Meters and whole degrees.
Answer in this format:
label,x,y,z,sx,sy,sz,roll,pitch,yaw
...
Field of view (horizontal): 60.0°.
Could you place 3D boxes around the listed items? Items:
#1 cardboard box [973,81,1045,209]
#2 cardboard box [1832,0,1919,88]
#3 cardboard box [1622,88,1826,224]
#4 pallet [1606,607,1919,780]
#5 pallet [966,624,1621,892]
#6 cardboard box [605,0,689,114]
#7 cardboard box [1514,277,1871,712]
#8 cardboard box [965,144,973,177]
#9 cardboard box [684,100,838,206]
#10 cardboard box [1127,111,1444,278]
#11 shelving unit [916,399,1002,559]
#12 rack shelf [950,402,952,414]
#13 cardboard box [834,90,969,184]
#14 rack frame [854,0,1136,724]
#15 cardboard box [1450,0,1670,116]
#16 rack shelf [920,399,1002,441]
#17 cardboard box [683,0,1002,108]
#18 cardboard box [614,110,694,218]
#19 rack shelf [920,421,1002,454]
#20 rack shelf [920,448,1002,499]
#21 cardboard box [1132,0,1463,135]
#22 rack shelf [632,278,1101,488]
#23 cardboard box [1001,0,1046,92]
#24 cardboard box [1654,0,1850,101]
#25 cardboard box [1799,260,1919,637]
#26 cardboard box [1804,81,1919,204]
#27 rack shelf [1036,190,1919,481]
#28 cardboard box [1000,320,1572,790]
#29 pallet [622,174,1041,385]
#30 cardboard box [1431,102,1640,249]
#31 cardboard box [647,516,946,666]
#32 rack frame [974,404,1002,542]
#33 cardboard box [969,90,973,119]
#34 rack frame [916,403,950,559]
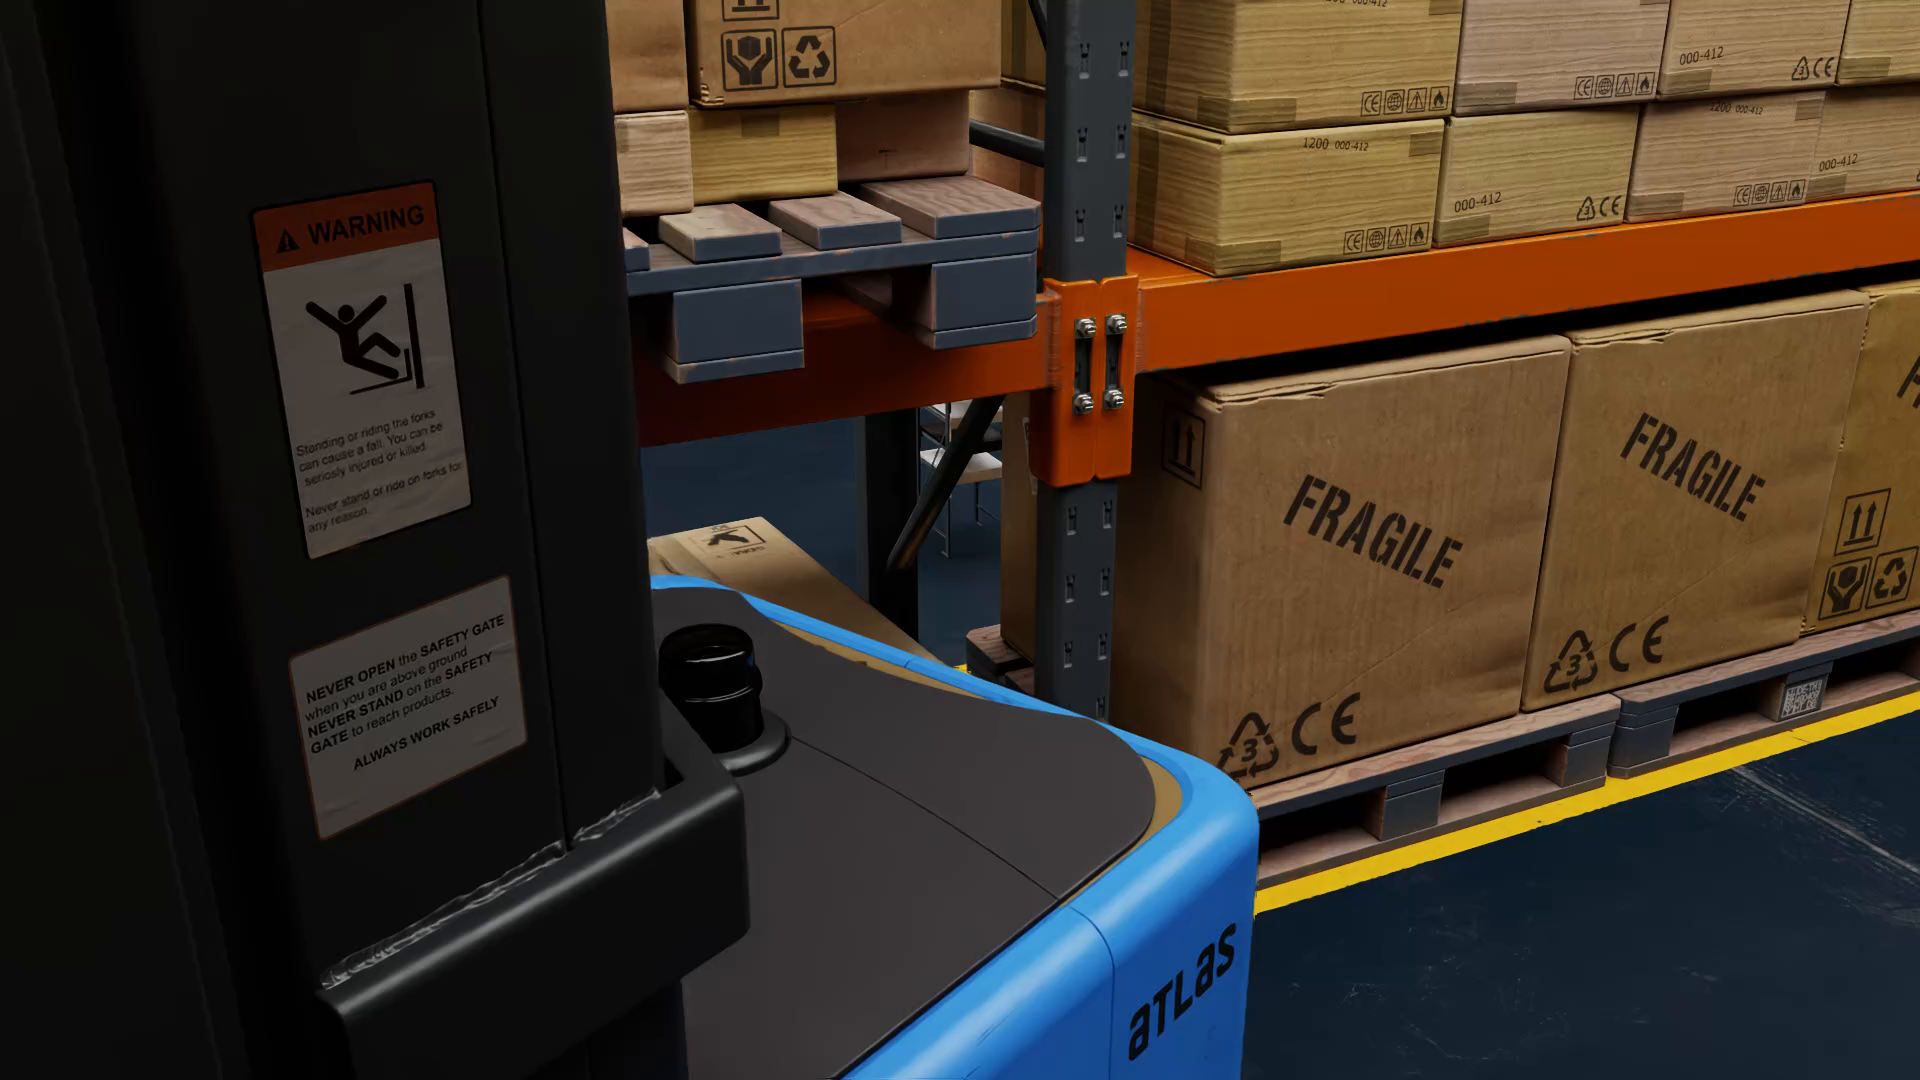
label,x,y,z,sx,sy,sz,roll,pitch,yaw
cardboard box,0.364,-0.890,3.674,0.500,0.250,0.500,-11,25,-25
cardboard box,1.968,-1.190,3.745,0.500,0.250,0.500,-10,24,-23
cardboard box,1.501,-0.887,3.667,0.500,0.250,0.500,-10,24,-22
pallet,1.862,0.197,4.498,1.213,0.211,1.003,-10,25,-24
pallet,0.764,0.398,4.013,1.213,0.211,1.003,-10,25,-24
cardboard box,-0.729,-0.903,2.440,0.500,0.500,0.500,-11,25,-24
cardboard box,1.485,-0.230,4.114,0.875,0.875,0.875,-10,25,-23
cardboard box,-0.097,-1.799,8.394,0.500,0.500,0.500,-11,25,-25
cardboard box,-0.383,-0.659,2.699,0.250,0.149,0.380,-10,25,-23
cardboard box,0.571,-0.711,3.241,0.500,0.250,0.500,-11,25,-25
shelving unit,0.007,-0.417,5.081,0.210,0.900,0.258,-10,25,-24
rack shelf,0.007,-0.469,5.059,0.200,0.077,0.258,-10,25,-24
cardboard box,-0.173,-0.728,2.867,0.250,0.149,0.380,-9,24,-22
rack frame,0.021,-0.786,3.226,0.127,3.000,1.000,-10,25,-24
cardboard box,1.051,-1.032,3.363,0.500,0.250,0.500,-10,24,-22
rack shelf,0.007,-0.386,5.094,0.200,0.077,0.258,-10,25,-24
cardboard box,-0.268,-0.992,2.656,0.500,0.500,0.500,-11,25,-25
cardboard box,-0.590,-0.602,2.561,0.250,0.149,0.380,-11,25,-24
rack shelf,0.007,-0.303,5.128,0.200,0.077,0.258,-10,25,-24
rack shelf,0.007,-0.220,5.163,0.200,0.077,0.258,-10,25,-24
cardboard box,0.584,-0.946,3.157,0.500,0.250,0.500,-11,25,-24
rack shelf,-1.781,-0.122,2.562,4.000,0.370,1.077,-10,25,-24
cardboard box,0.347,-1.115,3.565,0.500,0.250,0.500,-11,25,-24
cardboard box,1.505,-1.110,3.552,0.500,0.250,0.500,-11,25,-24
cardboard box,2.290,-0.379,4.472,0.875,0.875,0.875,-10,24,-22
cardboard box,1.944,-0.970,3.868,0.500,0.250,0.500,-10,25,-24
rack shelf,1.823,-0.785,4.165,4.000,0.370,1.077,-10,25,-24
cardboard box,0.679,-0.084,3.760,0.875,0.875,0.875,-11,25,-24
pallet,-0.575,-0.542,2.889,1.003,0.211,1.213,-10,25,-24
cardboard box,1.026,-0.802,3.462,0.500,0.250,0.500,-11,25,-25
cardboard box,-0.493,0.325,3.430,0.625,0.372,0.950,-12,25,-27
rack frame,0.099,-0.434,5.122,0.006,0.900,0.240,-10,25,-24
cardboard box,-0.114,-2.140,8.237,0.500,0.250,0.500,-12,25,-26
rack frame,-0.084,-0.400,5.040,0.006,0.900,0.240,-10,25,-24
